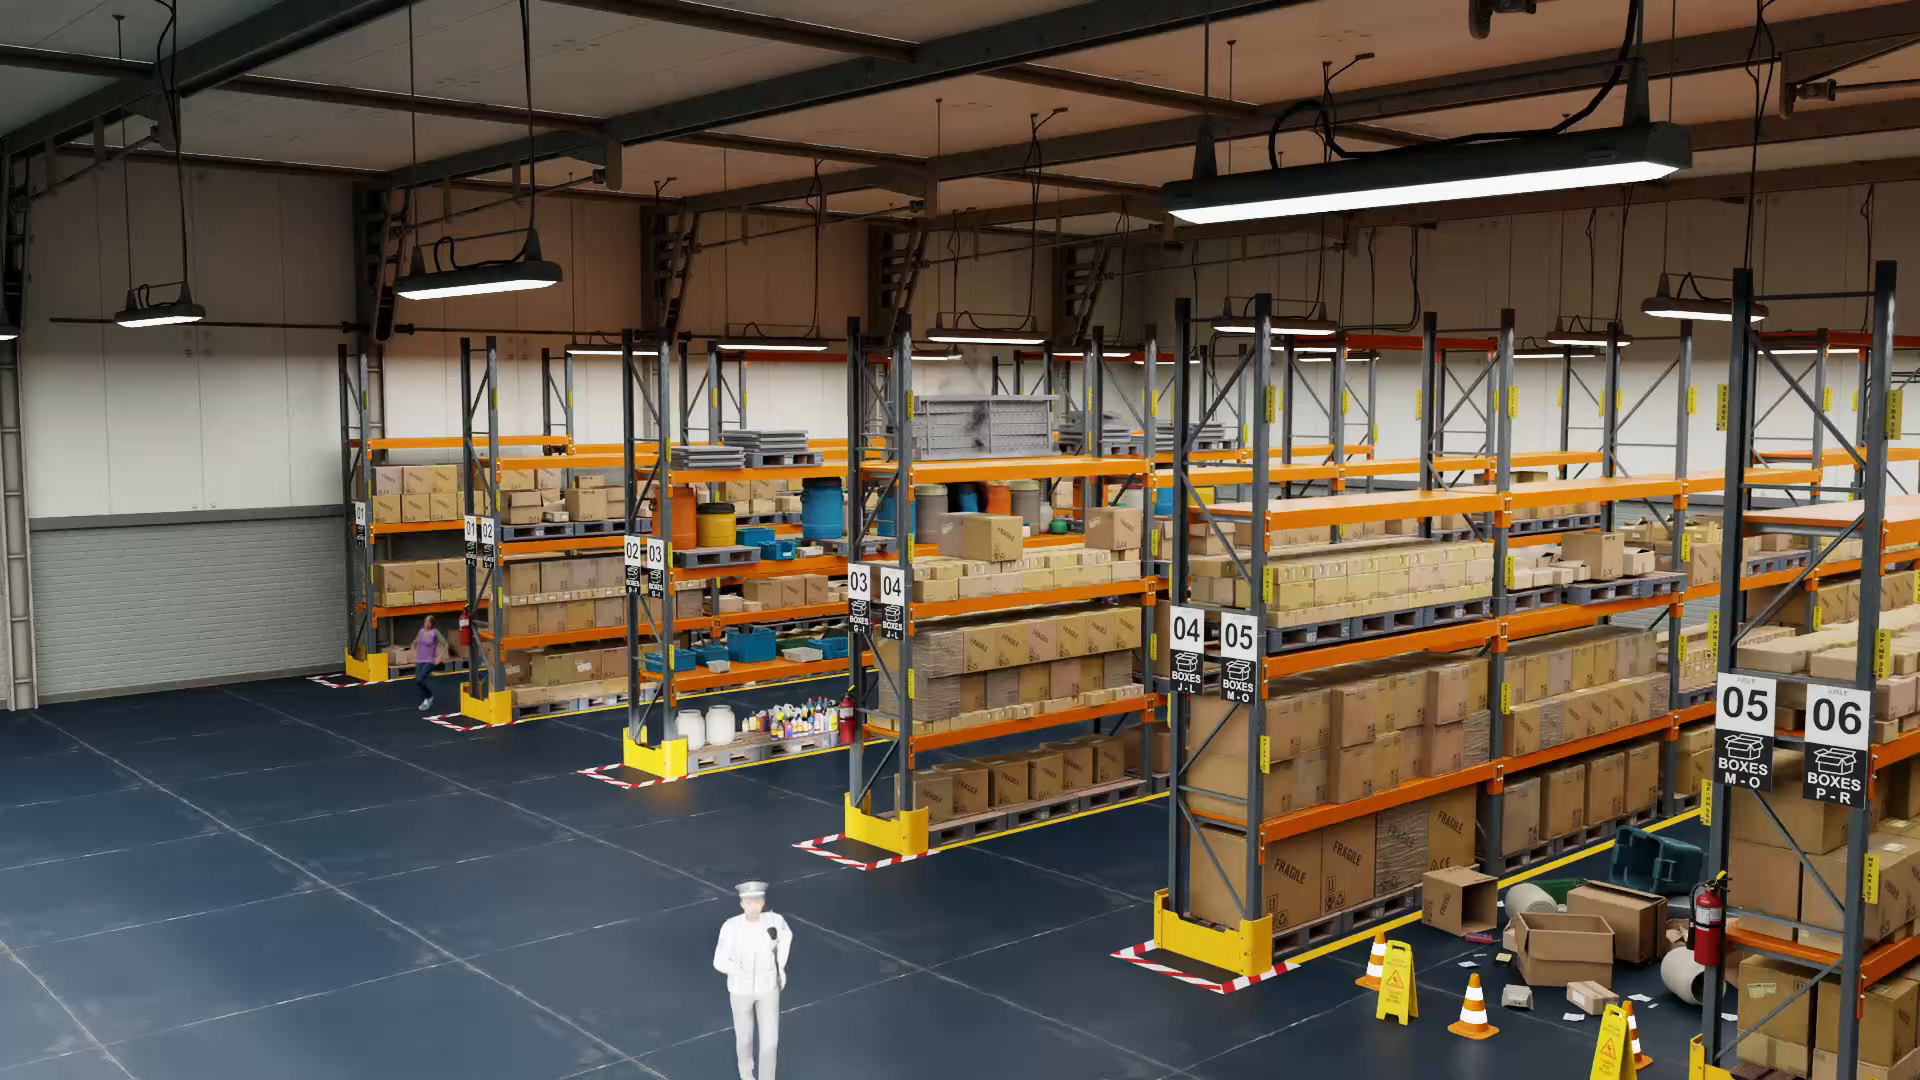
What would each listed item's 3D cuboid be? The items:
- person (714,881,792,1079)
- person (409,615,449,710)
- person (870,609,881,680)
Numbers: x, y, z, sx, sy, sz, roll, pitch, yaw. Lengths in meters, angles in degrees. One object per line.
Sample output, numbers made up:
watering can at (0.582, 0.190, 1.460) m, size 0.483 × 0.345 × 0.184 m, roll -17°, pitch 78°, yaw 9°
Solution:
person at (-1.478, 3.261, 11.914) m, size 0.557 × 1.732 × 0.816 m, roll -1°, pitch 5°, yaw -6°
person at (-8.602, 1.984, 26.829) m, size 0.617 × 1.556 × 0.543 m, roll 2°, pitch 6°, yaw 23°
person at (-1.260, 1.499, 28.185) m, size 0.565 × 1.706 × 0.884 m, roll 4°, pitch 6°, yaw 36°
